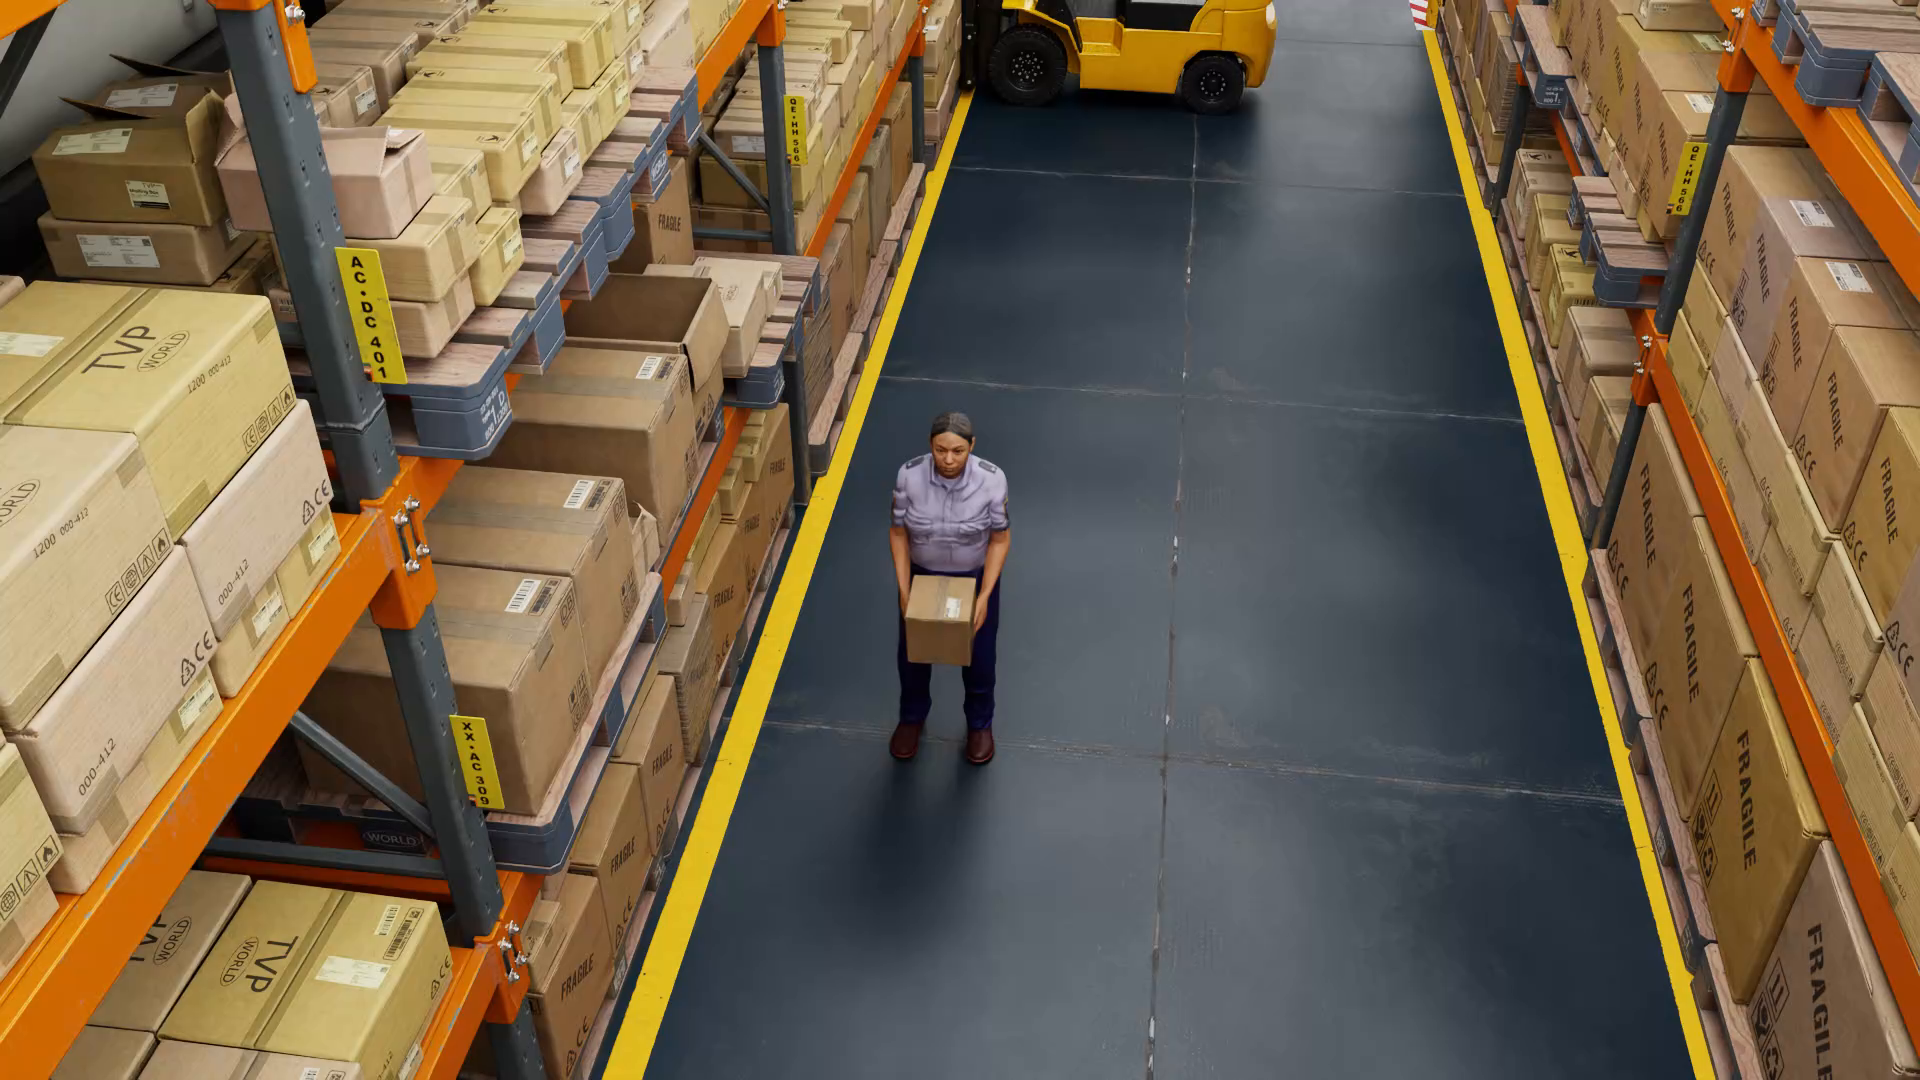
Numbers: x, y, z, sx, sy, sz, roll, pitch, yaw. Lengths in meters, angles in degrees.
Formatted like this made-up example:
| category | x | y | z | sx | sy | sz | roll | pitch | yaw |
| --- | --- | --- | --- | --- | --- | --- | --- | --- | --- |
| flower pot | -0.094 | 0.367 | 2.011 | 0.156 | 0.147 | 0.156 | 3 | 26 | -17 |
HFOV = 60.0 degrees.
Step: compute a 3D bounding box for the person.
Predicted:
| category | x | y | z | sx | sy | sz | roll | pitch | yaw |
| --- | --- | --- | --- | --- | --- | --- | --- | --- | --- |
| person | -0.043 | 0.204 | 6.768 | 0.552 | 1.652 | 0.331 | 4 | 37 | 5 |
